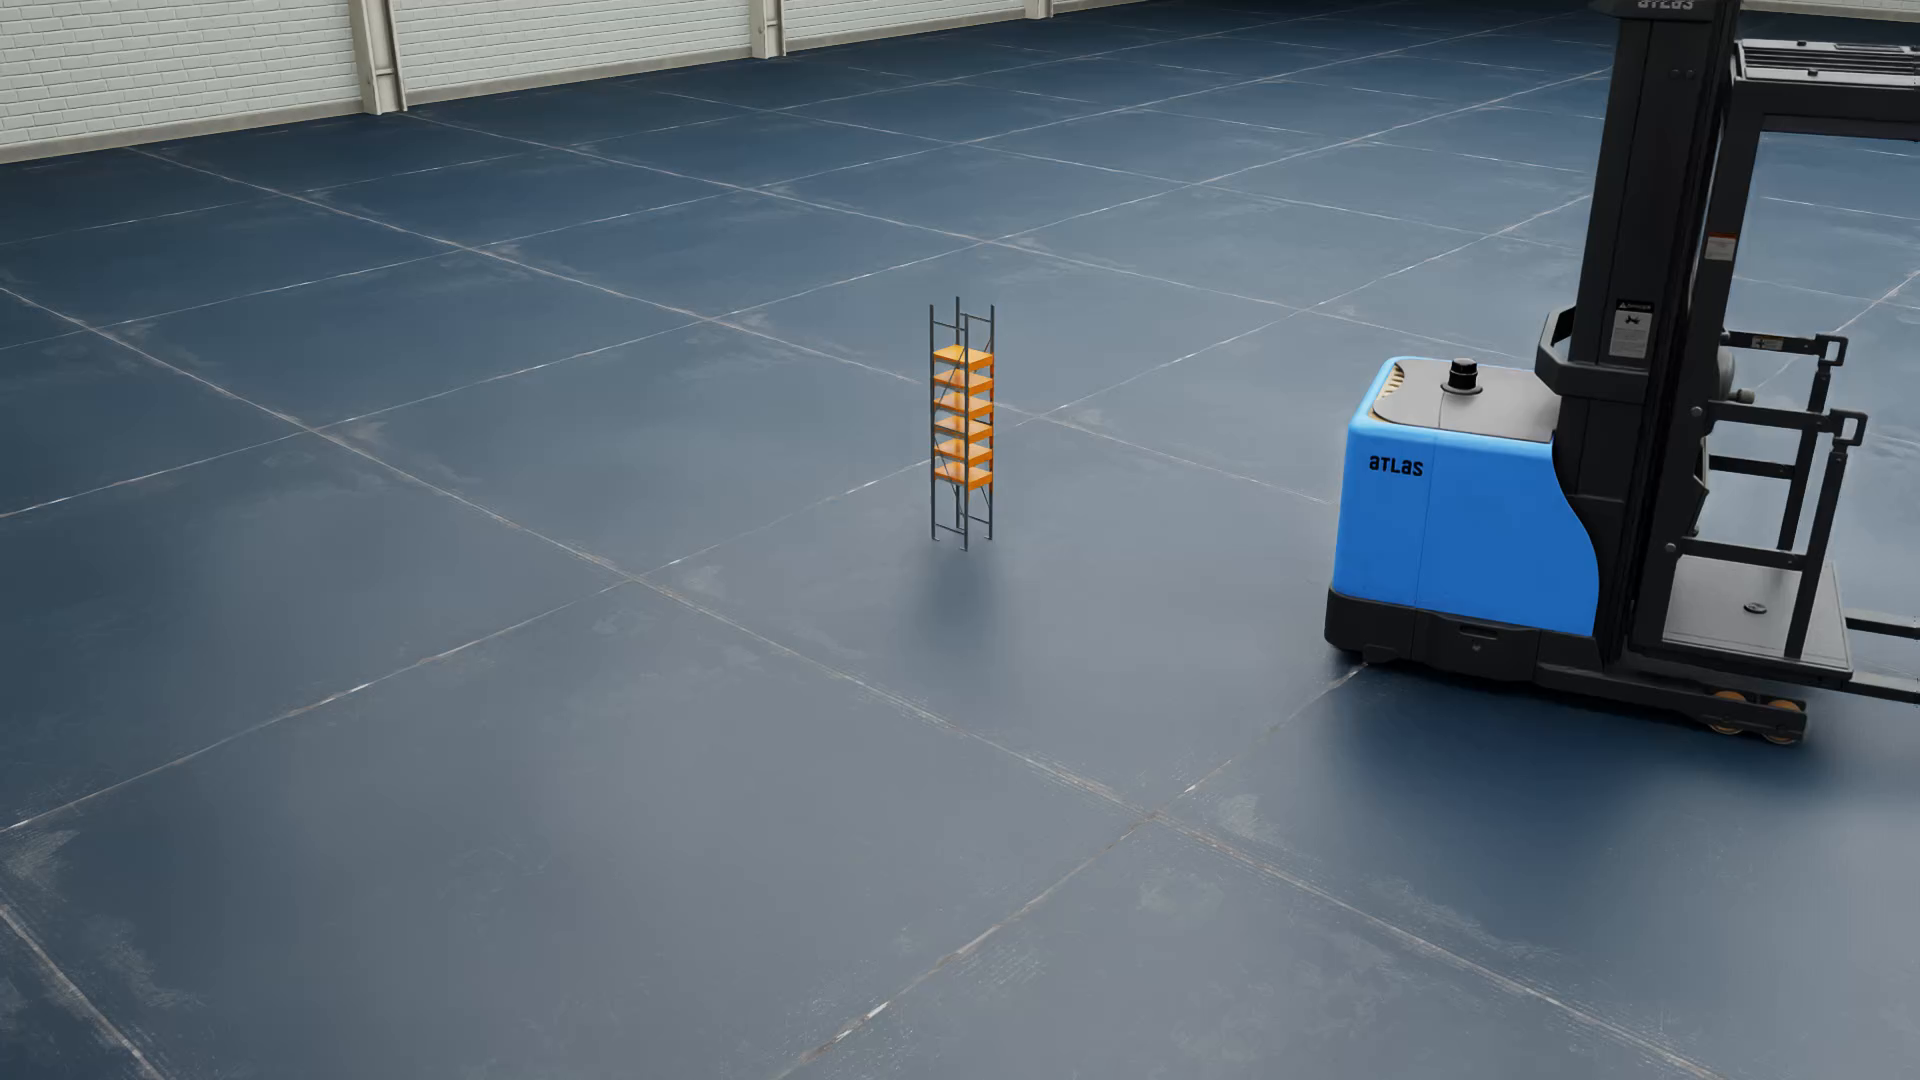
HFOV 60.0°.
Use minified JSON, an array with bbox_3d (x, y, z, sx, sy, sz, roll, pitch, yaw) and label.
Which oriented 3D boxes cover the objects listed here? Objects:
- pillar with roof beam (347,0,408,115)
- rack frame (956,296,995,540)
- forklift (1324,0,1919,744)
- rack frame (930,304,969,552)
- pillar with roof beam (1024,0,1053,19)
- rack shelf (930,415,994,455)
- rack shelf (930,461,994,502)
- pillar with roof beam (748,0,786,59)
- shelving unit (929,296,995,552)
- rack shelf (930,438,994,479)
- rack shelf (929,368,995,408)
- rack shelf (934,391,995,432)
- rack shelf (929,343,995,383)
[{"bbox_3d":[-3.503,-7.939,14.958,9.100,9.000,0.400,20,31,38],"label":"pillar with roof beam"},{"bbox_3d":[0.071,-0.580,8.077,0.240,1.200,0.006,20,31,38],"label":"rack frame"},{"bbox_3d":[3.131,-0.790,6.429,3.031,2.935,1.130,10,26,20],"label":"forklift"},{"bbox_3d":[-0.051,-0.524,7.952,0.240,1.200,0.006,20,31,38],"label":"rack frame"},{"bbox_3d":[4.506,-11.595,23.112,9.100,9.000,0.400,20,31,38],"label":"pillar with roof beam"},{"bbox_3d":[0.010,-0.511,8.033,0.258,0.103,0.180,20,31,38],"label":"rack shelf"},{"bbox_3d":[0.010,-0.292,8.131,0.258,0.103,0.180,20,31,38],"label":"rack shelf"},{"bbox_3d":[0.502,-9.767,19.035,9.100,9.000,0.400,20,31,38],"label":"pillar with roof beam"},{"bbox_3d":[0.010,-0.552,8.014,0.258,1.200,0.189,20,31,38],"label":"shelving unit"},{"bbox_3d":[0.010,-0.402,8.082,0.258,0.103,0.180,20,31,38],"label":"rack shelf"},{"bbox_3d":[0.010,-0.730,7.934,0.258,0.103,0.180,20,31,38],"label":"rack shelf"},{"bbox_3d":[0.010,-0.621,7.983,0.258,0.103,0.180,20,31,38],"label":"rack shelf"},{"bbox_3d":[0.010,-0.840,7.885,0.258,0.103,0.180,20,31,38],"label":"rack shelf"}]
